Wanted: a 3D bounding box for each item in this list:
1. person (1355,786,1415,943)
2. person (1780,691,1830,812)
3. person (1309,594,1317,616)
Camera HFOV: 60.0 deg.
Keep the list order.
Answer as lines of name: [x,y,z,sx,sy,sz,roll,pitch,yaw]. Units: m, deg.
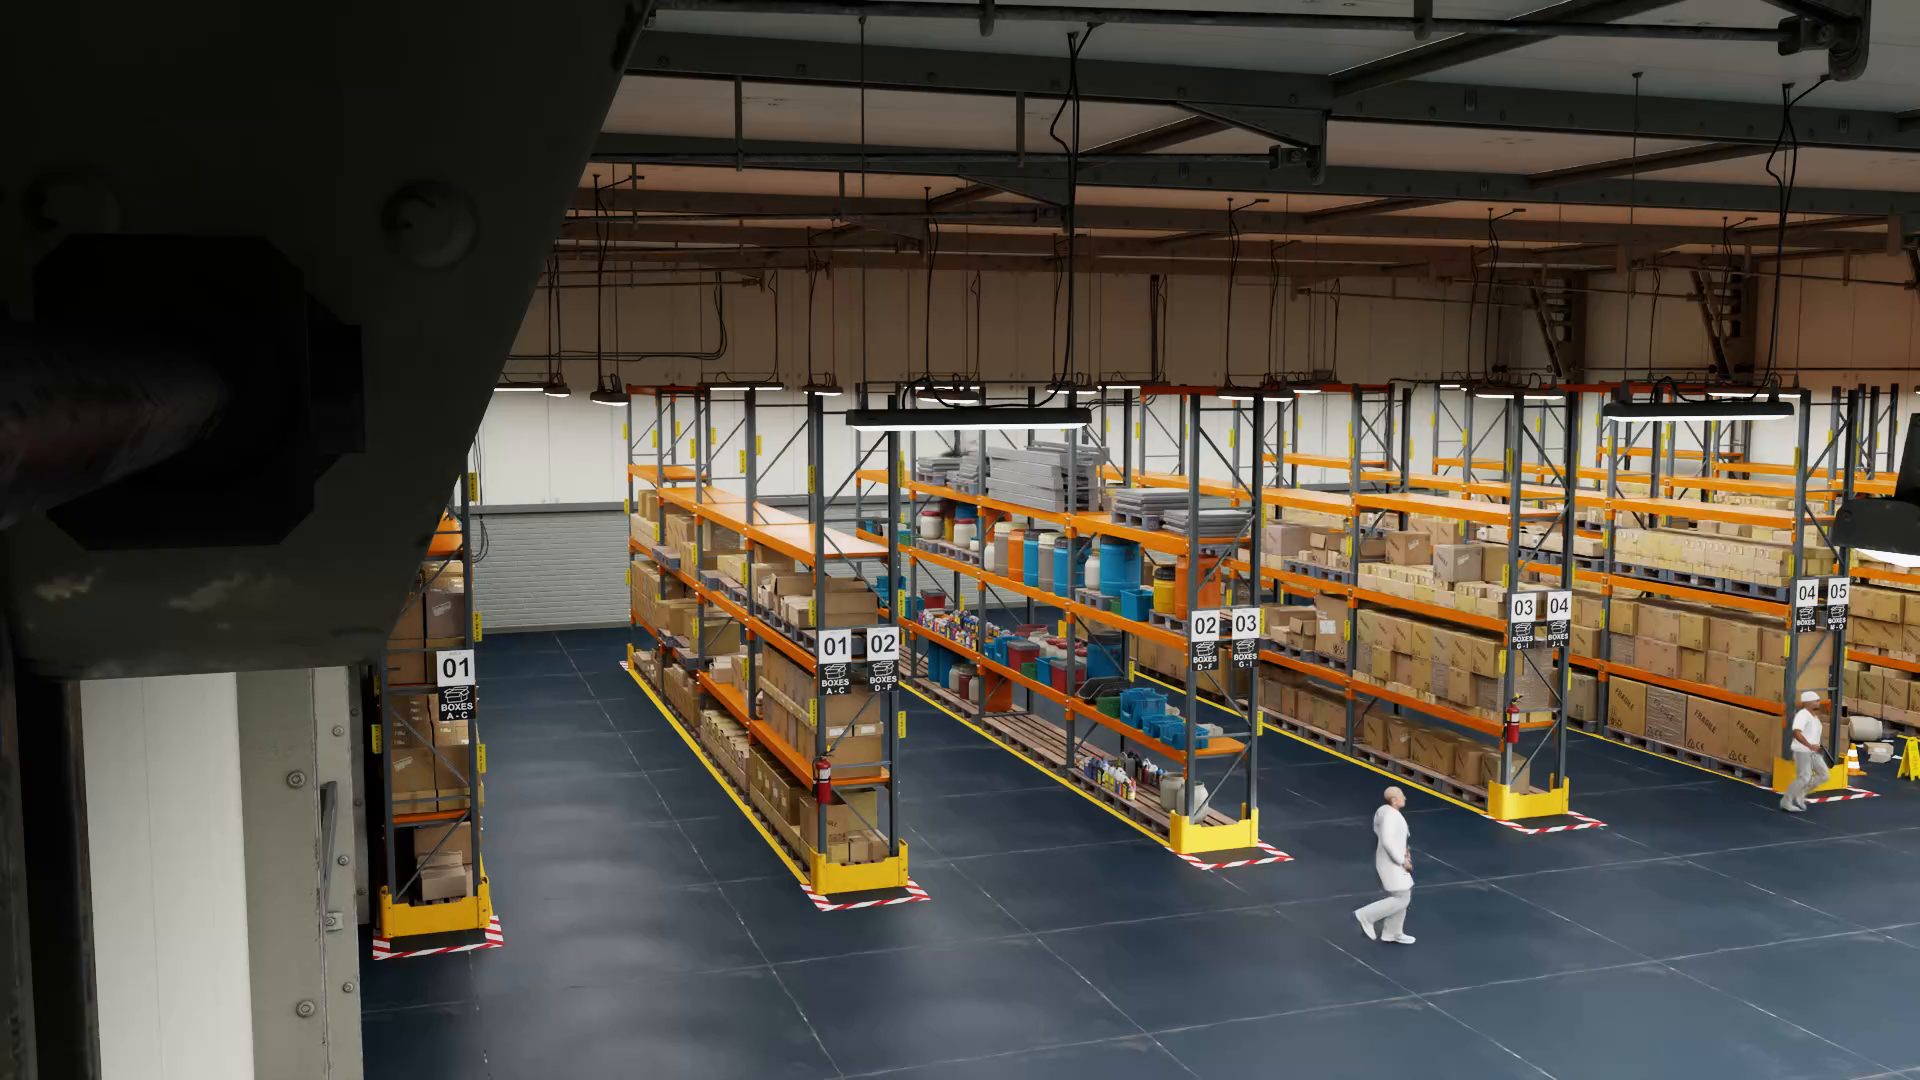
person: [4.698,3.578,18.343,0.683,1.753,0.736,1,6,5]
person: [12.156,3.015,23.811,0.766,1.700,0.575,-6,8,-44]
person: [7.562,1.928,35.132,0.548,1.585,0.661,-2,6,-14]
